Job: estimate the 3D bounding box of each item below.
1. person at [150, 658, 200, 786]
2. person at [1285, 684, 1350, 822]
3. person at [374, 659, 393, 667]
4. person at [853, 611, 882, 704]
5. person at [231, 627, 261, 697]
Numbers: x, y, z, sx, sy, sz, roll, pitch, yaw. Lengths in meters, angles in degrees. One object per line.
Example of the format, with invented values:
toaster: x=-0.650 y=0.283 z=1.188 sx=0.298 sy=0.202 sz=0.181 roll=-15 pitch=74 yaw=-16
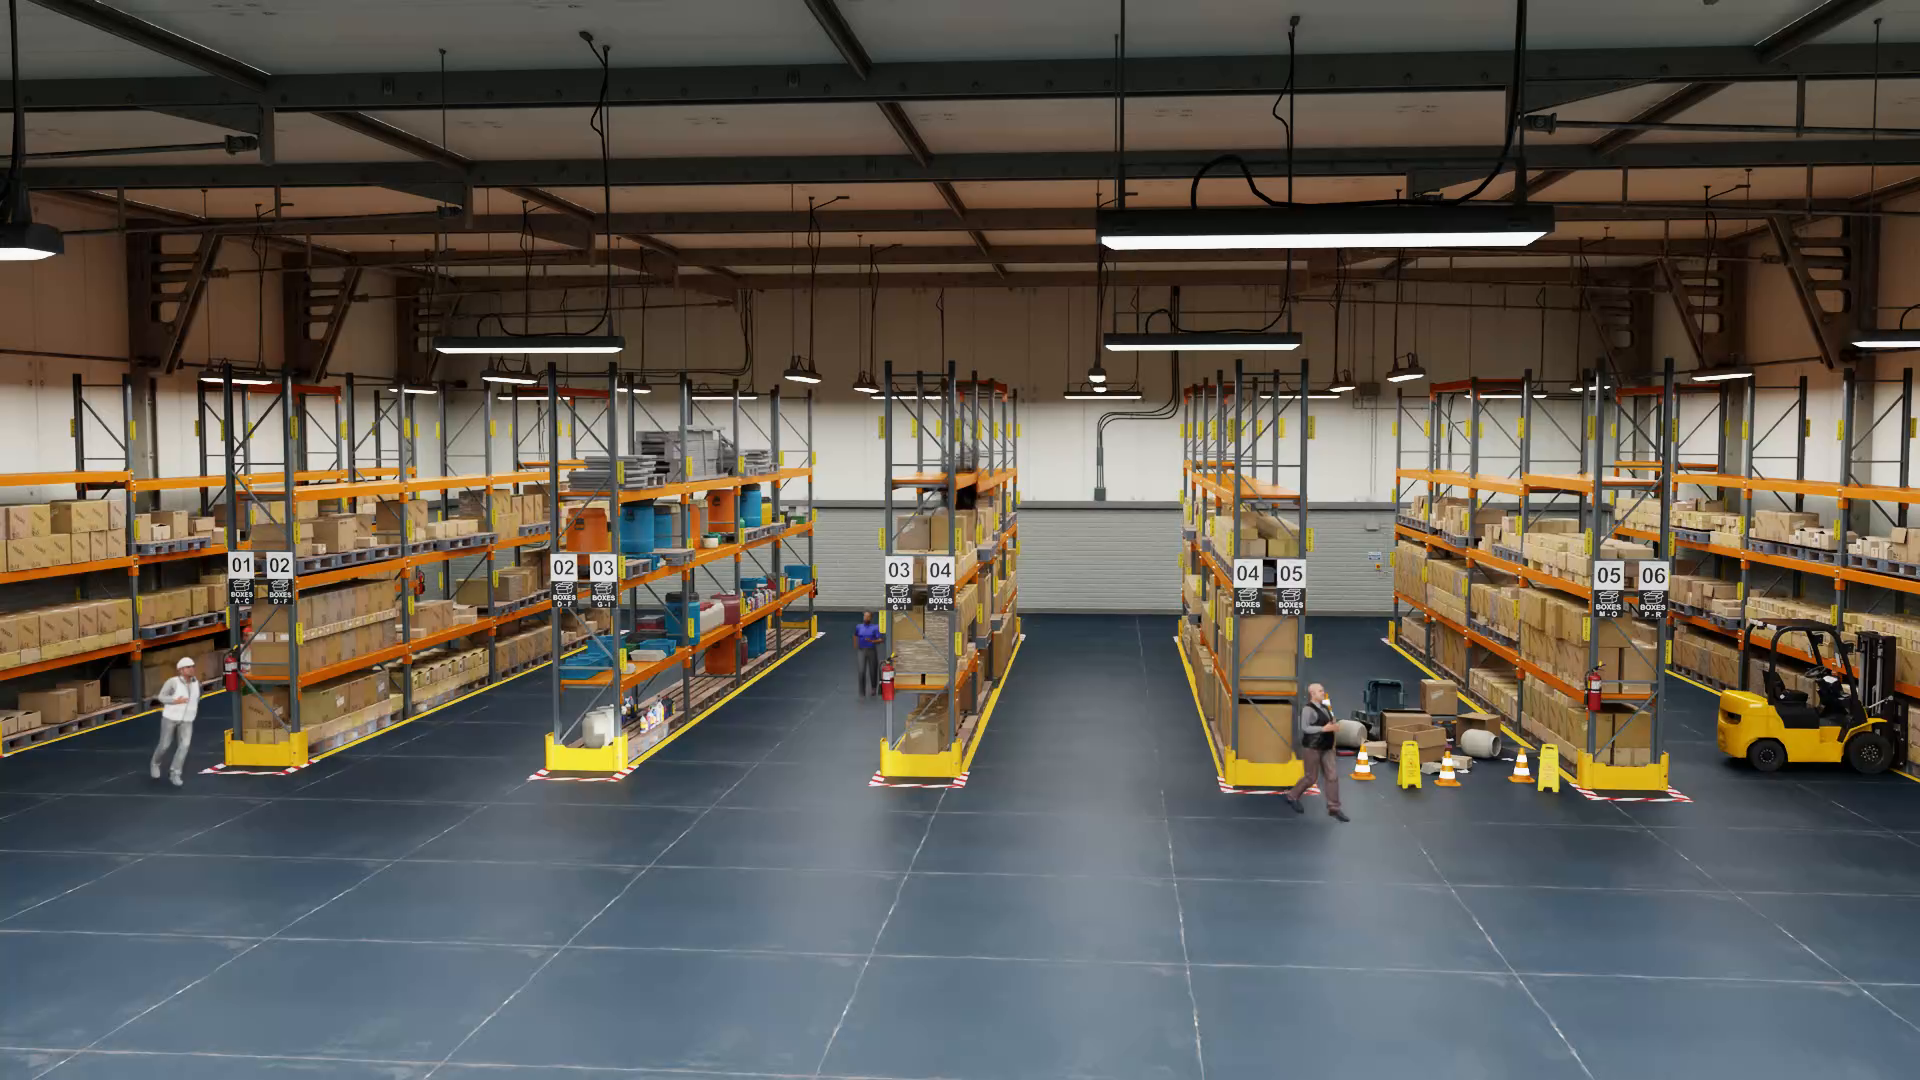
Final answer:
person: x=-11.136 y=2.562 z=23.783 sx=0.893 sy=1.766 sz=0.678 roll=4 pitch=5 yaw=45
person: x=4.597 y=2.711 z=21.368 sx=0.651 sy=1.738 sz=0.881 roll=-3 pitch=5 yaw=-43
person: x=-11.714 y=1.962 z=33.721 sx=0.614 sy=1.778 sz=0.637 roll=1 pitch=4 yaw=8
person: x=-1.710 y=2.131 z=30.760 sx=0.570 sy=1.658 sz=0.929 roll=0 pitch=4 yaw=3
person: x=-11.682 y=2.318 z=27.237 sx=0.654 sy=1.779 sz=0.698 roll=0 pitch=4 yaw=-7
